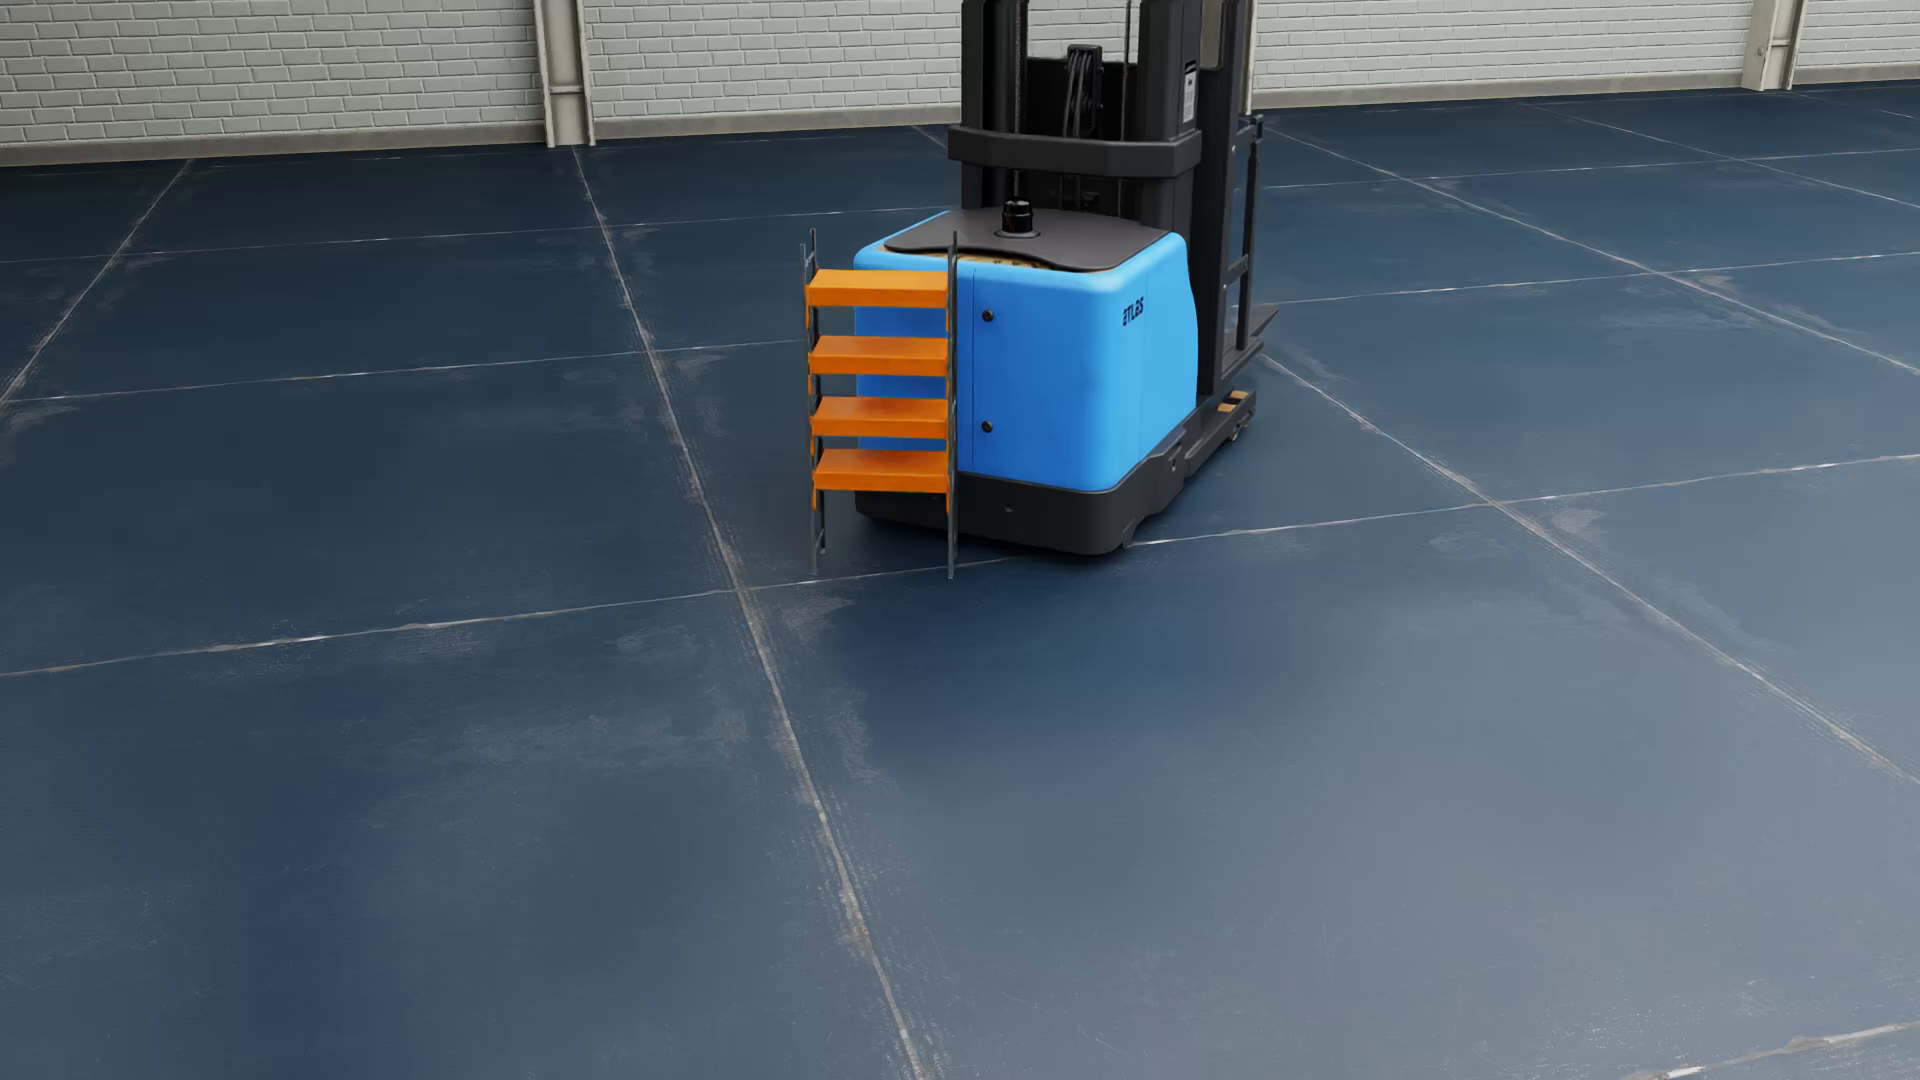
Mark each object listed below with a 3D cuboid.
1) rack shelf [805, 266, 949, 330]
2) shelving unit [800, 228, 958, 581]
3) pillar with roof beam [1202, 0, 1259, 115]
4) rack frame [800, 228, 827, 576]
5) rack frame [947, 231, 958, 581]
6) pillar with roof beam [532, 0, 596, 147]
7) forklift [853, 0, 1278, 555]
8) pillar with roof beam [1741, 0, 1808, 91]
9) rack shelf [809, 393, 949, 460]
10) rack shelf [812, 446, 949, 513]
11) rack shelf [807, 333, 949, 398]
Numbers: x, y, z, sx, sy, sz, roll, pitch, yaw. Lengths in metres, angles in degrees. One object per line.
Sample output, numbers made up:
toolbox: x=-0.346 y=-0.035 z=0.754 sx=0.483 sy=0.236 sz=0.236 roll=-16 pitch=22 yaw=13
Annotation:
rack shelf: x=-0.268 y=-0.823 z=5.649 sx=0.480 sy=0.148 sz=0.258 roll=2 pitch=23 yaw=4
shelving unit: x=-0.268 y=-0.462 z=5.804 sx=0.503 sy=1.200 sz=0.258 roll=2 pitch=23 yaw=4
pillar with roof beam: x=3.644 y=-6.500 z=9.987 sx=0.400 sy=9.000 sz=9.100 roll=-6 pitch=24 yaw=-14
rack frame: x=-0.511 y=-0.469 z=5.821 sx=0.015 sy=1.200 sz=0.240 roll=2 pitch=23 yaw=4
rack frame: x=-0.025 y=-0.454 z=5.787 sx=0.015 sy=1.200 sz=0.240 roll=2 pitch=23 yaw=4
pillar with roof beam: x=-2.133 y=-5.861 z=8.498 sx=0.400 sy=9.000 sz=9.100 roll=-6 pitch=24 yaw=-14
forklift: x=0.675 y=-1.841 z=6.824 sx=1.130 sy=2.935 sz=3.031 roll=10 pitch=25 yaw=23
pillar with roof beam: x=9.421 y=-7.139 z=11.476 sx=0.400 sy=9.000 sz=9.100 roll=-6 pitch=24 yaw=-14
rack shelf: x=-0.268 y=-0.400 z=5.831 sx=0.480 sy=0.148 sz=0.258 roll=2 pitch=23 yaw=4
rack shelf: x=-0.268 y=-0.217 z=5.909 sx=0.480 sy=0.148 sz=0.258 roll=2 pitch=23 yaw=4
rack shelf: x=-0.268 y=-0.605 z=5.742 sx=0.480 sy=0.148 sz=0.258 roll=2 pitch=23 yaw=4
